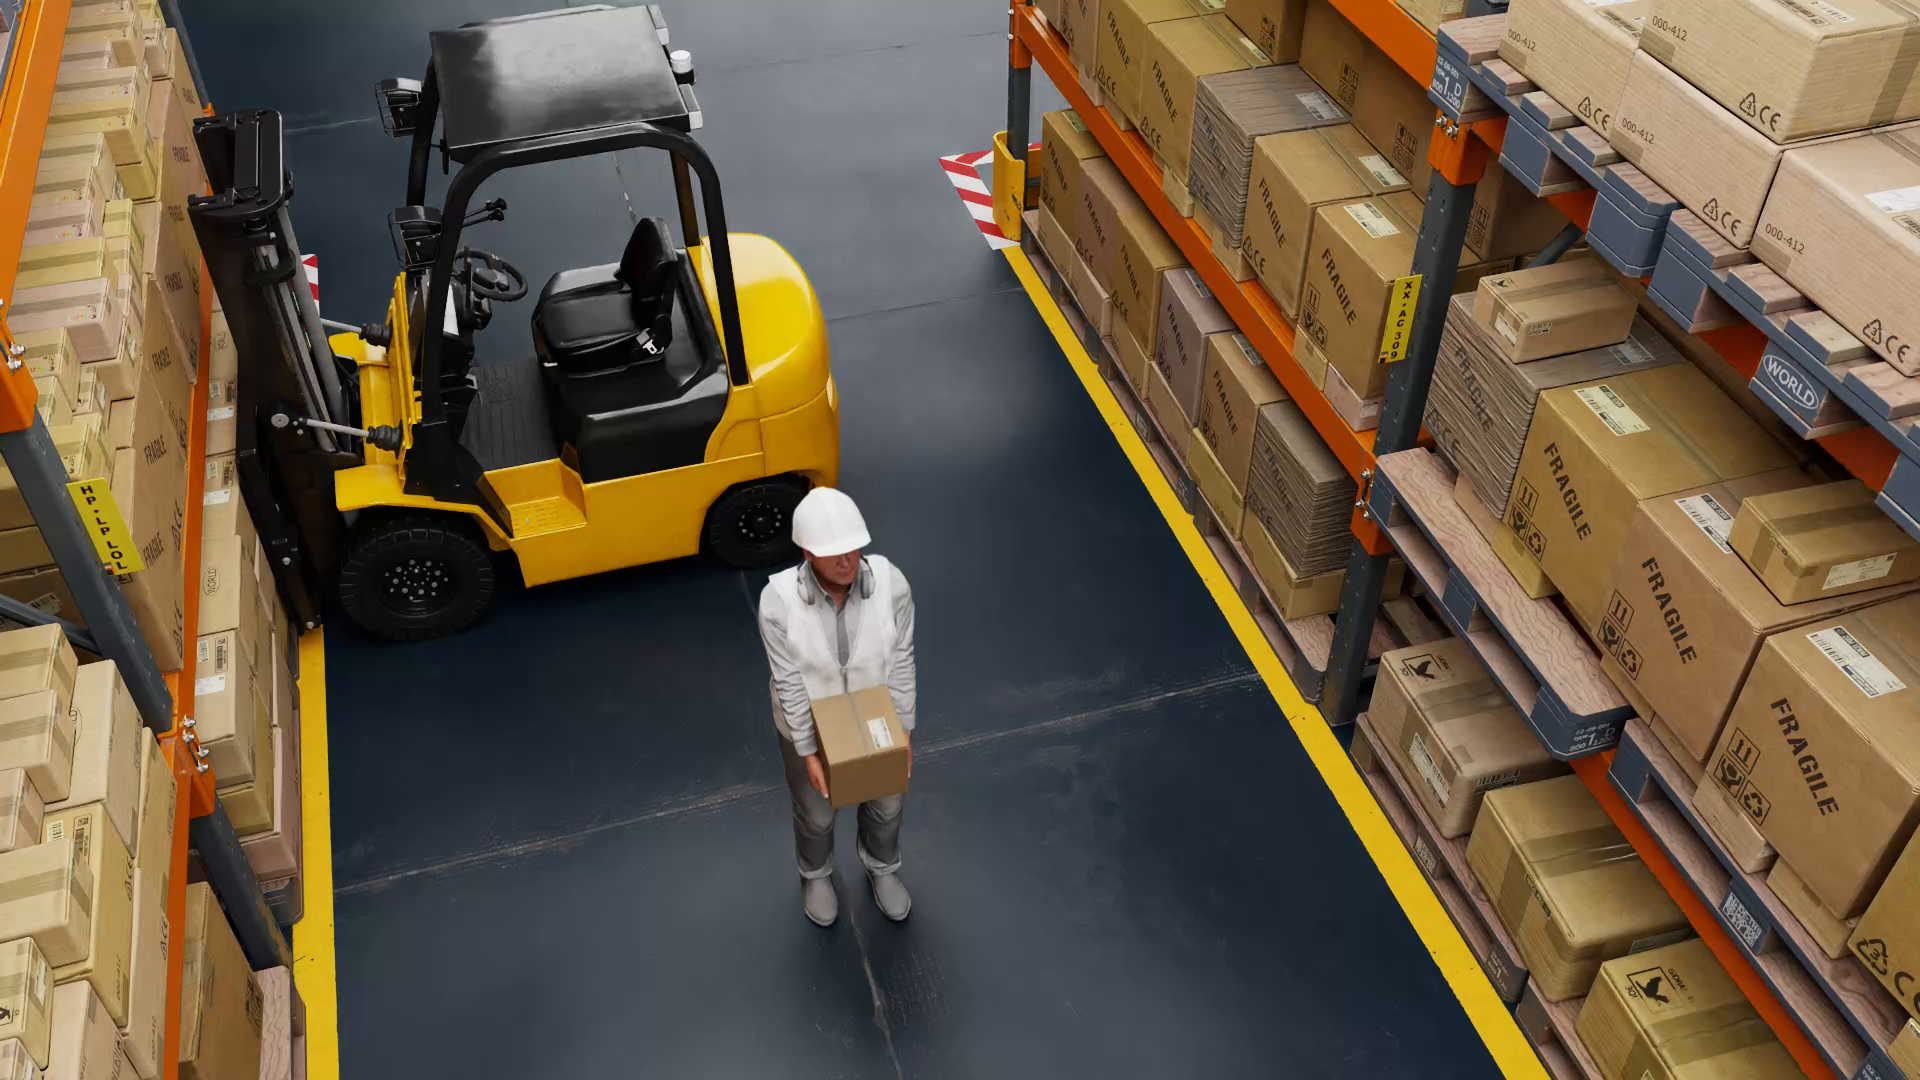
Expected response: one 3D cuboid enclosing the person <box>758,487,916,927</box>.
[{"bbox_3d":[-0.356,0.629,5.447,0.494,1.763,0.556,-12,43,-13],"label":"person"}]
